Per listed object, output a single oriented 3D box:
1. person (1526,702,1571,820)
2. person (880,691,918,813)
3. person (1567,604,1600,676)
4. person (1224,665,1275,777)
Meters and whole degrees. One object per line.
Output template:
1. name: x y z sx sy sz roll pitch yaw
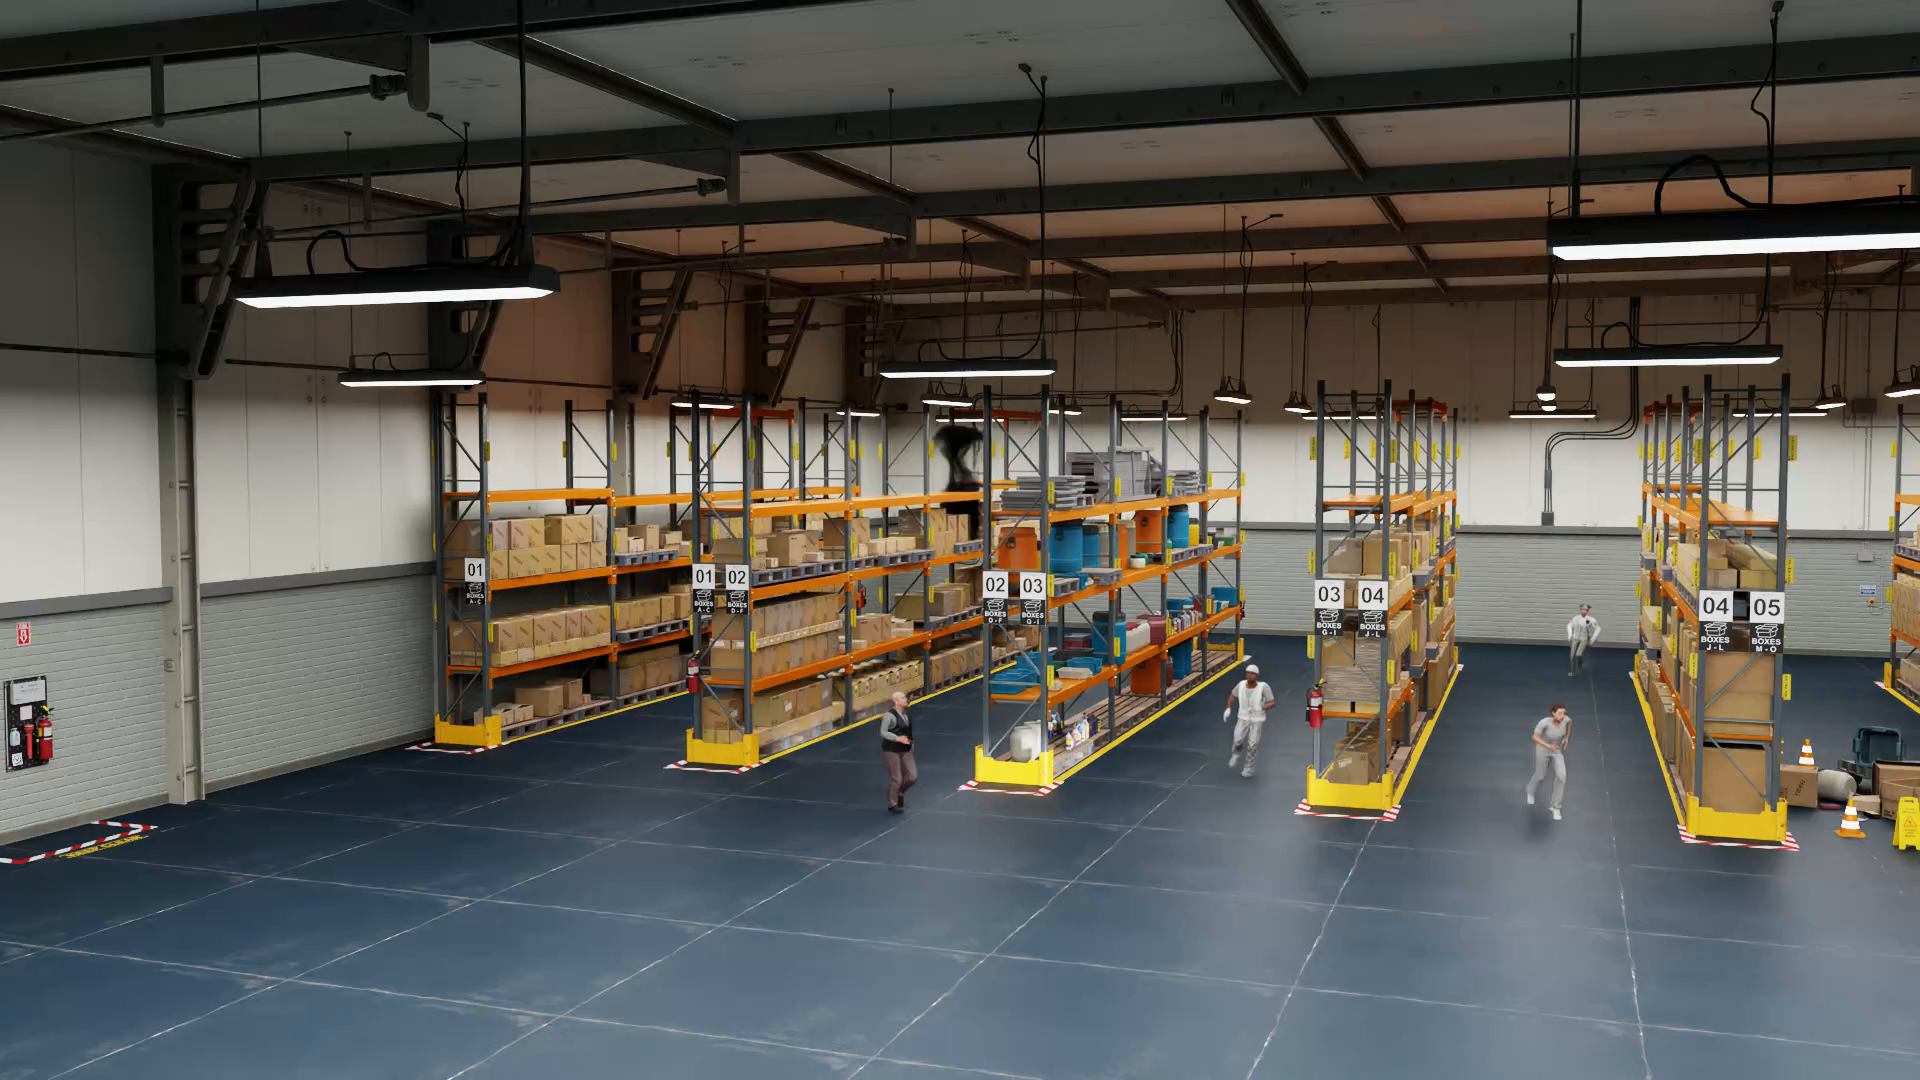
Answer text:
1. person: 8.123 3.008 23.031 0.606 1.618 0.961 0 3 -9
2. person: -0.812 2.932 22.934 0.586 1.688 0.641 3 4 42
3. person: 13.763 2.219 36.823 0.676 1.633 0.564 3 4 41
4. person: 4.456 2.785 25.649 0.808 1.734 0.561 1 3 17
